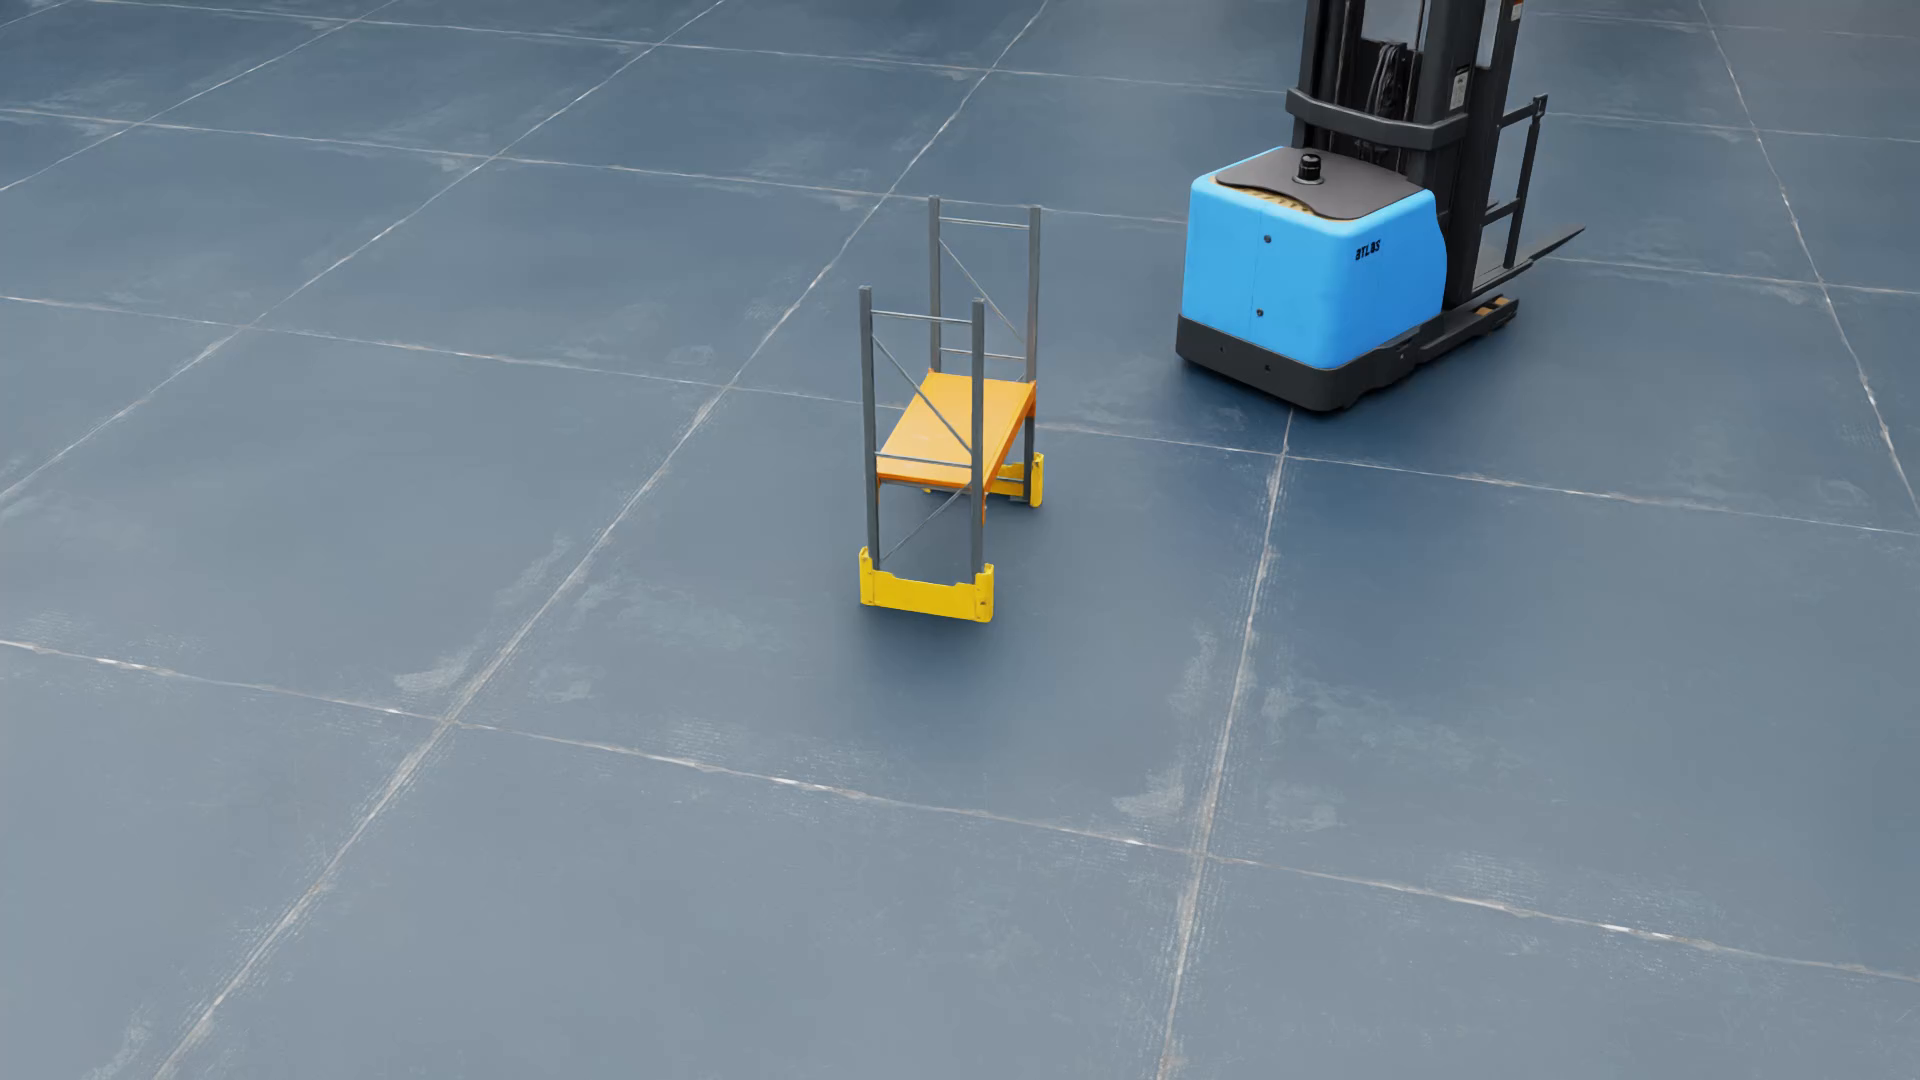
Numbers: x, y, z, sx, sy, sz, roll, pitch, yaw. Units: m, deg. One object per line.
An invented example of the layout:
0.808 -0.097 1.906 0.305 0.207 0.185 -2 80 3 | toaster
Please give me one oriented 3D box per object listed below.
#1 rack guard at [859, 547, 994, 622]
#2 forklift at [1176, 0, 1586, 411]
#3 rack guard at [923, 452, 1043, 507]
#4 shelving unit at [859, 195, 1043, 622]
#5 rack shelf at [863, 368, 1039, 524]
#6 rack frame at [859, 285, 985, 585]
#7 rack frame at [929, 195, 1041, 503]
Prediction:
-0.146 0.192 7.214 0.587 0.250 0.087 8 33 12 | rack guard
2.612 -2.590 9.092 3.031 2.935 1.130 -27 41 -36 | forklift
0.107 -0.324 8.027 0.587 0.250 0.087 8 33 12 | rack guard
-0.019 -0.593 7.285 0.587 1.500 1.083 8 33 12 | shelving unit
-0.022 -0.437 7.374 0.538 0.185 1.000 8 33 12 | rack shelf
-0.151 -0.325 6.863 0.500 1.500 0.032 8 33 12 | rack frame
0.107 -0.852 7.693 0.500 1.500 0.032 8 33 12 | rack frame
